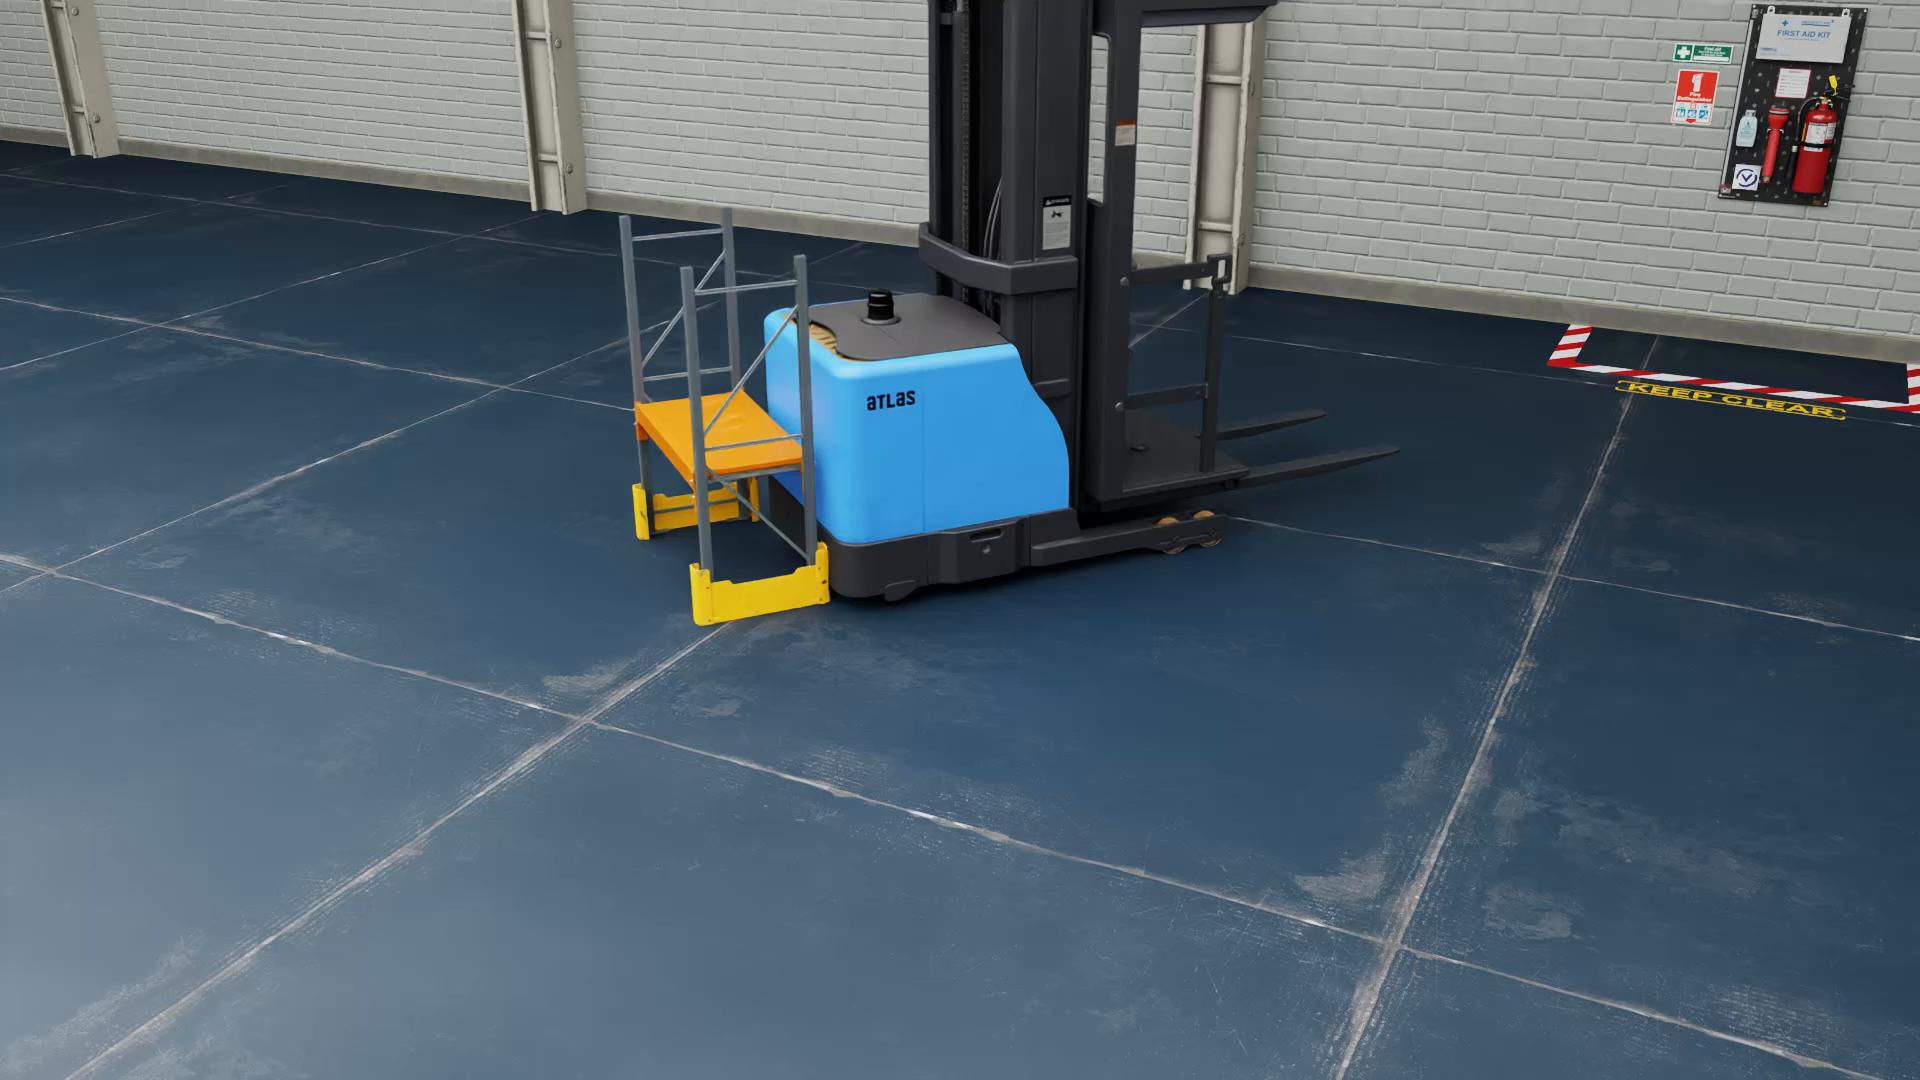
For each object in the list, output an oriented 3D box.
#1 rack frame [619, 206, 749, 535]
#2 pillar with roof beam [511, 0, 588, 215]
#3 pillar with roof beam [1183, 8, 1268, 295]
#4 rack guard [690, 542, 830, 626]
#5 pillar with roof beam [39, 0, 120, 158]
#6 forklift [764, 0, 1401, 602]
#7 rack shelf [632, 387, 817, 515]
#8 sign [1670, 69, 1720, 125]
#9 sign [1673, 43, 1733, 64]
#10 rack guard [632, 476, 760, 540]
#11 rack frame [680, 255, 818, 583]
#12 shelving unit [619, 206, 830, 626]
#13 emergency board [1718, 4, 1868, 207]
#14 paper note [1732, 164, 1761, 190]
[{"bbox_3d":[-1.247,-0.755,7.607,0.500,1.500,0.032,-10,25,-22],"label":"rack frame"},{"bbox_3d":[-5.440,-5.535,9.266,0.400,9.000,9.100,11,25,25],"label":"pillar with roof beam"},{"bbox_3d":[-0.085,-4.475,6.774,0.400,9.000,9.100,11,25,25],"label":"pillar with roof beam"},{"bbox_3d":[-0.836,0.183,6.997,0.587,0.250,0.087,-10,25,-22],"label":"rack guard"},{"bbox_3d":[-10.794,-6.594,11.757,0.400,9.000,9.100,11,25,25],"label":"pillar with roof beam"},{"bbox_3d":[0.673,-1.460,7.438,3.031,2.935,1.130,-10,25,-23],"label":"forklift"},{"bbox_3d":[-1.042,-0.408,7.250,0.538,0.185,1.000,-10,25,-22],"label":"rack shelf"},{"bbox_3d":[4.577,-2.758,10.357,0.234,0.329,0.001,11,25,25],"label":"sign"},{"bbox_3d":[4.577,-2.998,10.244,0.331,0.109,0.001,11,25,25],"label":"sign"},{"bbox_3d":[-1.238,-0.173,7.836,0.587,0.250,0.087,-10,25,-22],"label":"rack guard"},{"bbox_3d":[-0.837,-0.391,6.751,0.500,1.500,0.032,-10,25,-22],"label":"rack frame"},{"bbox_3d":[-1.038,-0.570,7.171,0.587,1.500,1.083,-10,25,-22],"label":"shelving unit"},{"bbox_3d":[5.024,-2.608,10.050,0.643,1.169,0.194,11,25,25],"label":"emergency board"},{"bbox_3d":[4.897,-2.258,10.353,0.142,0.148,0.016,11,25,25],"label":"paper note"}]
